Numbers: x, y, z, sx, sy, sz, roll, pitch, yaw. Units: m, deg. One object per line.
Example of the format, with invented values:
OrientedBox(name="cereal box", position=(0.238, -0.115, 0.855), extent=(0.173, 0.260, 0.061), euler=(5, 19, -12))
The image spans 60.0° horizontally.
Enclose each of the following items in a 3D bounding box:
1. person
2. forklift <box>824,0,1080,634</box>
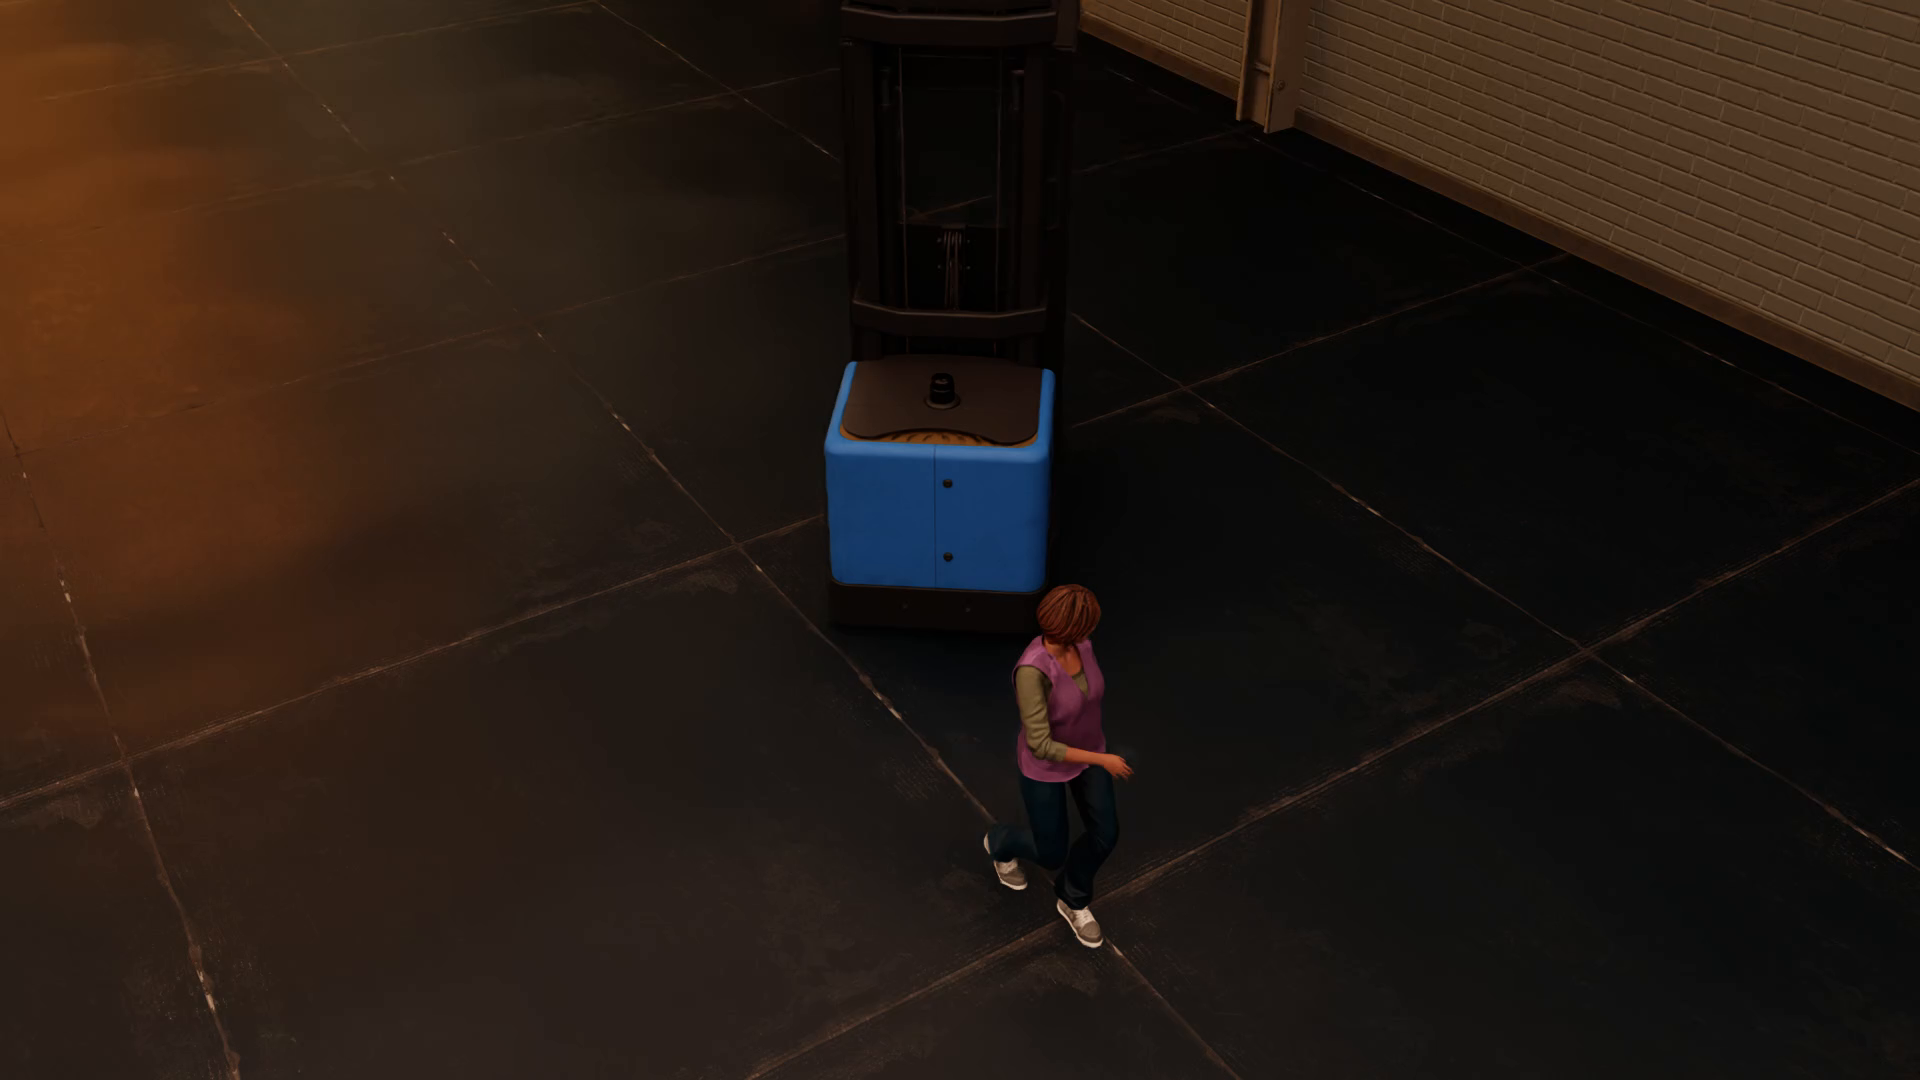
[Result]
OrientedBox(name="person", position=(0.401, 0.808, 6.225), extent=(0.529, 1.539, 0.613), euler=(-23, 41, -29))
OrientedBox(name="forklift", position=(0.007, -1.578, 8.393), extent=(1.130, 2.935, 3.031), euler=(3, 35, 4))
